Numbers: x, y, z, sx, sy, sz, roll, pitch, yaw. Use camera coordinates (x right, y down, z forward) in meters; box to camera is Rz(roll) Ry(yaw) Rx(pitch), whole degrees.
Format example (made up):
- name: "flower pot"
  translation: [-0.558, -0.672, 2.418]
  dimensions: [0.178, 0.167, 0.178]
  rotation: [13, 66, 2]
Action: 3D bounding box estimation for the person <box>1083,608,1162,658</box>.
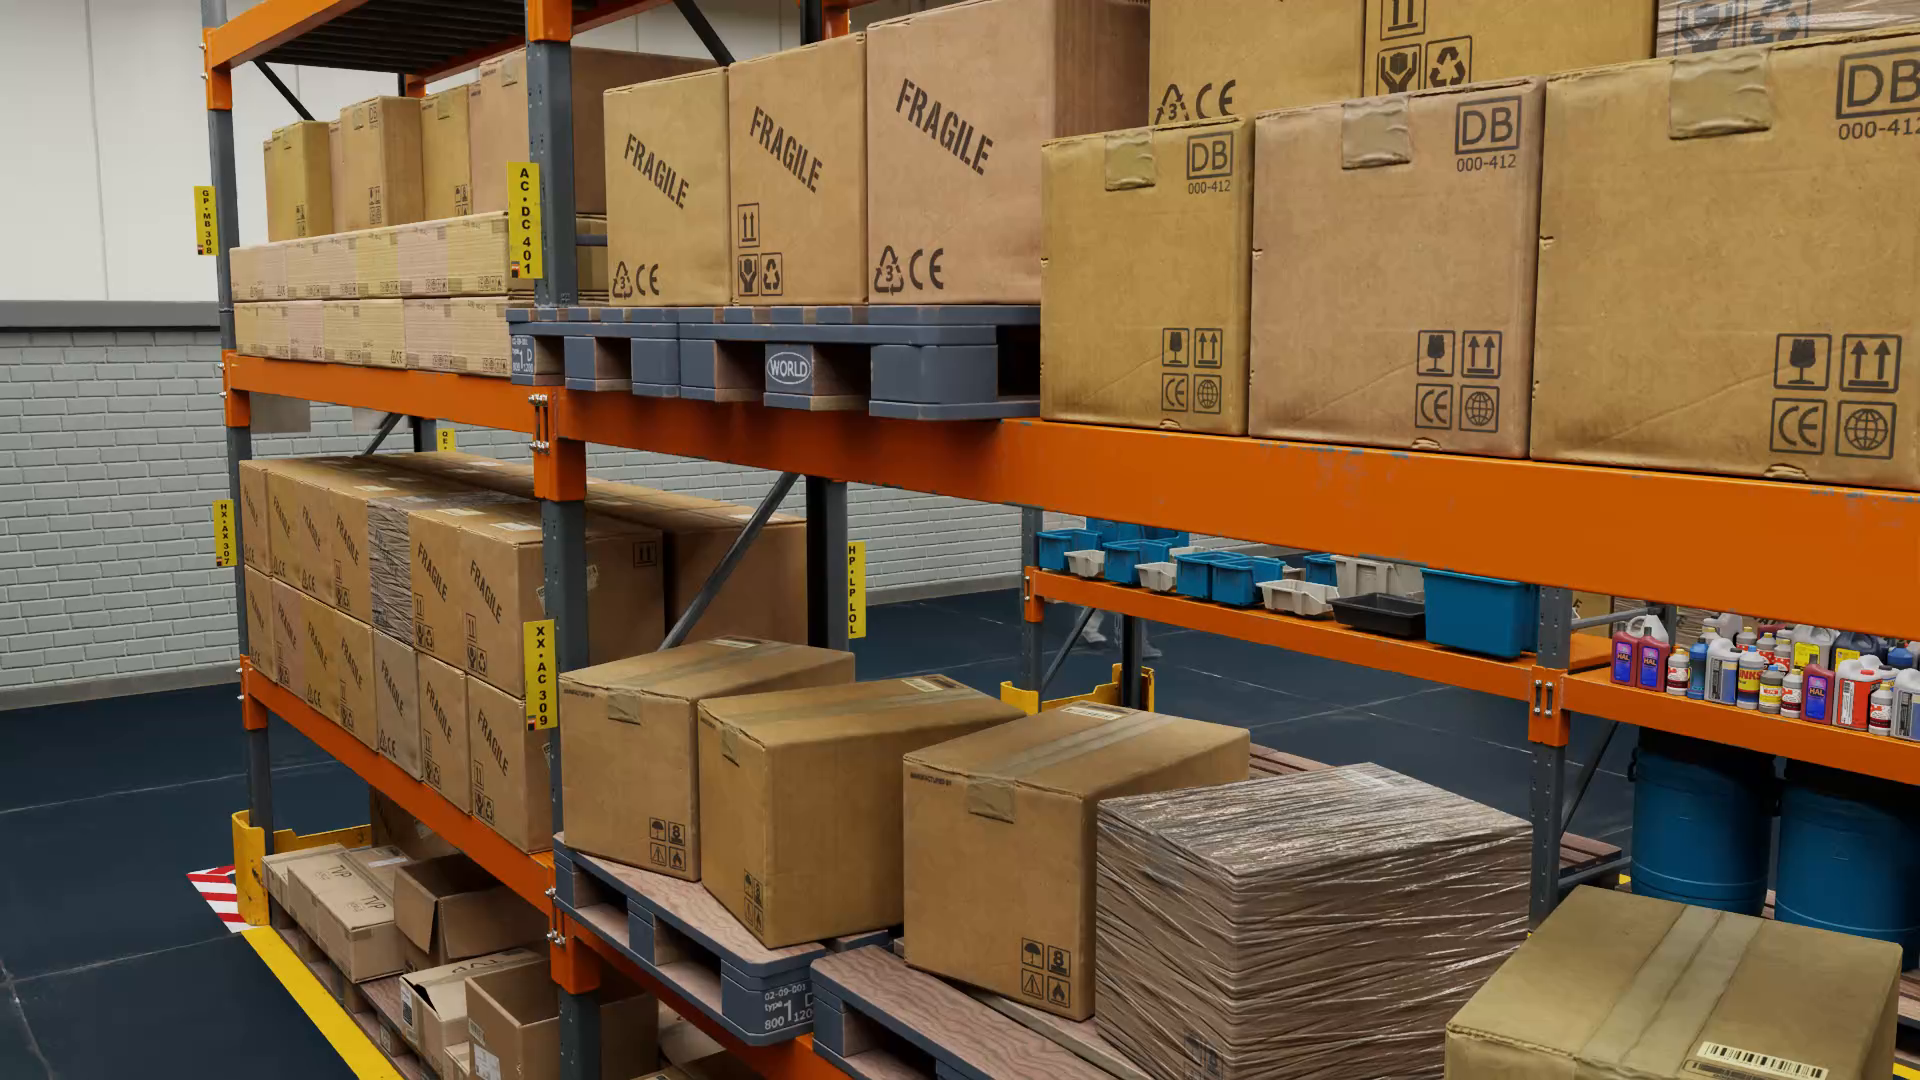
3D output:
- name: "person"
  translation: [1.402, 0.137, 14.657]
  dimensions: [0.564, 1.722, 1.040]
  rotation: [-3, 8, -21]
